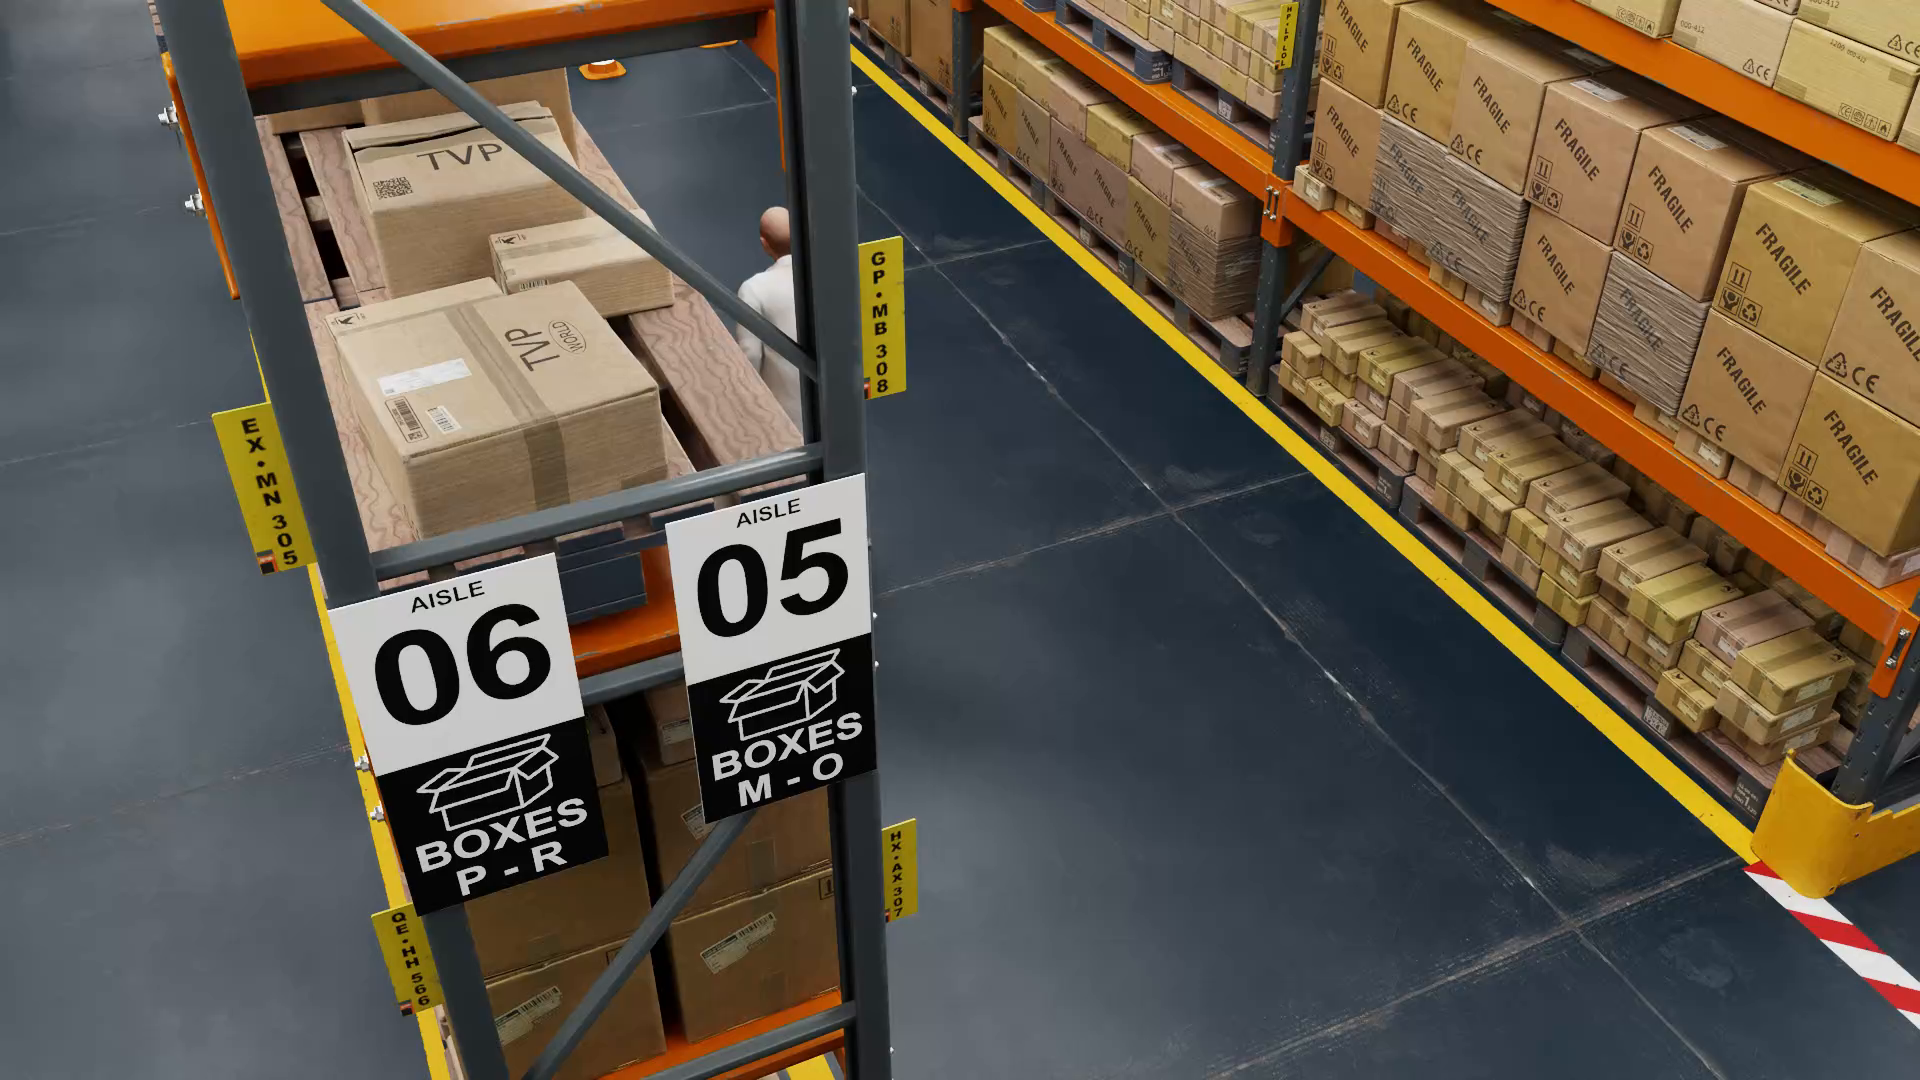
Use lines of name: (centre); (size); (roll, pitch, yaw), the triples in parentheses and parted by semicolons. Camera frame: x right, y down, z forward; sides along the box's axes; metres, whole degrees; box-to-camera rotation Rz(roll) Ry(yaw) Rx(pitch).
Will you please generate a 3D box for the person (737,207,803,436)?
person: (-0.759, -0.727, 7.843); (0.654, 1.774, 0.415); (-17, 40, -21)
